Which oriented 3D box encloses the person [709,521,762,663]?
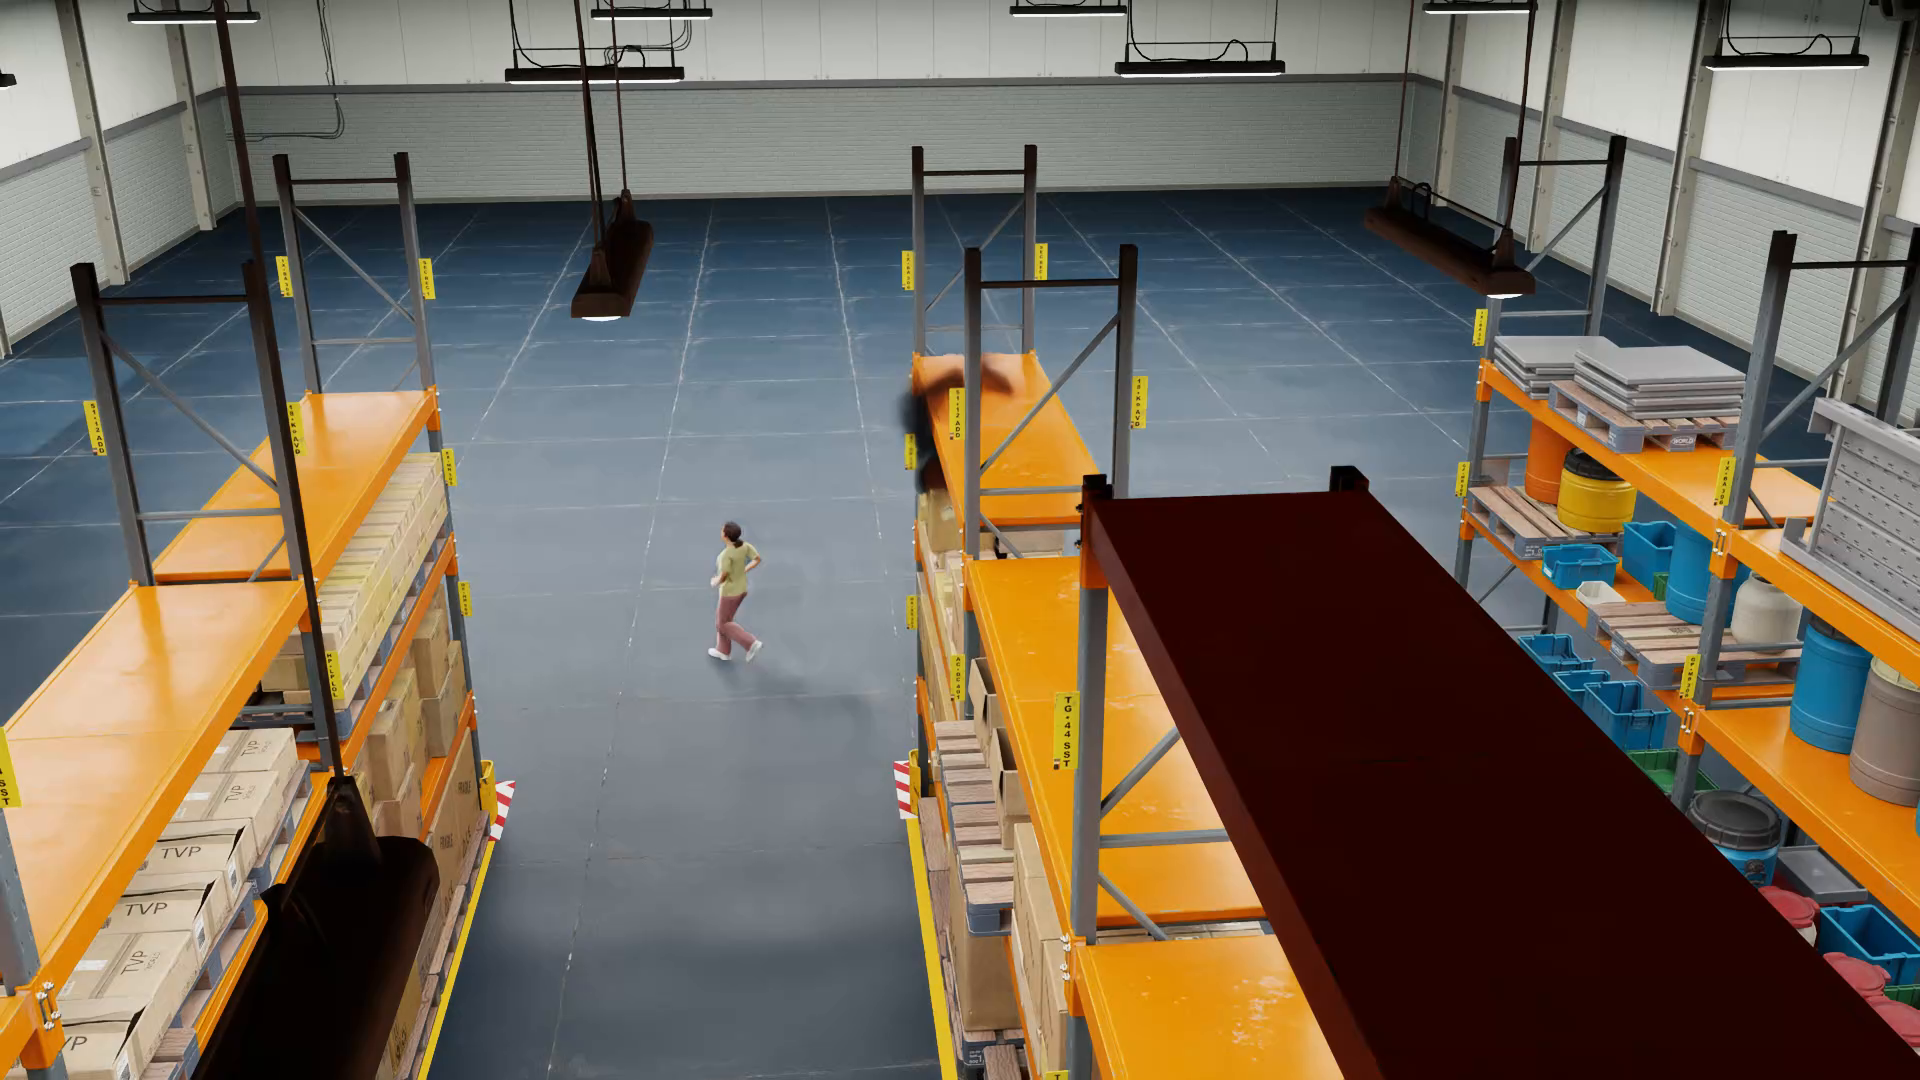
[{"bbox_3d":[-2.433,0.570,17.997,0.783,1.627,0.609,12,25,27],"label":"person"}]
